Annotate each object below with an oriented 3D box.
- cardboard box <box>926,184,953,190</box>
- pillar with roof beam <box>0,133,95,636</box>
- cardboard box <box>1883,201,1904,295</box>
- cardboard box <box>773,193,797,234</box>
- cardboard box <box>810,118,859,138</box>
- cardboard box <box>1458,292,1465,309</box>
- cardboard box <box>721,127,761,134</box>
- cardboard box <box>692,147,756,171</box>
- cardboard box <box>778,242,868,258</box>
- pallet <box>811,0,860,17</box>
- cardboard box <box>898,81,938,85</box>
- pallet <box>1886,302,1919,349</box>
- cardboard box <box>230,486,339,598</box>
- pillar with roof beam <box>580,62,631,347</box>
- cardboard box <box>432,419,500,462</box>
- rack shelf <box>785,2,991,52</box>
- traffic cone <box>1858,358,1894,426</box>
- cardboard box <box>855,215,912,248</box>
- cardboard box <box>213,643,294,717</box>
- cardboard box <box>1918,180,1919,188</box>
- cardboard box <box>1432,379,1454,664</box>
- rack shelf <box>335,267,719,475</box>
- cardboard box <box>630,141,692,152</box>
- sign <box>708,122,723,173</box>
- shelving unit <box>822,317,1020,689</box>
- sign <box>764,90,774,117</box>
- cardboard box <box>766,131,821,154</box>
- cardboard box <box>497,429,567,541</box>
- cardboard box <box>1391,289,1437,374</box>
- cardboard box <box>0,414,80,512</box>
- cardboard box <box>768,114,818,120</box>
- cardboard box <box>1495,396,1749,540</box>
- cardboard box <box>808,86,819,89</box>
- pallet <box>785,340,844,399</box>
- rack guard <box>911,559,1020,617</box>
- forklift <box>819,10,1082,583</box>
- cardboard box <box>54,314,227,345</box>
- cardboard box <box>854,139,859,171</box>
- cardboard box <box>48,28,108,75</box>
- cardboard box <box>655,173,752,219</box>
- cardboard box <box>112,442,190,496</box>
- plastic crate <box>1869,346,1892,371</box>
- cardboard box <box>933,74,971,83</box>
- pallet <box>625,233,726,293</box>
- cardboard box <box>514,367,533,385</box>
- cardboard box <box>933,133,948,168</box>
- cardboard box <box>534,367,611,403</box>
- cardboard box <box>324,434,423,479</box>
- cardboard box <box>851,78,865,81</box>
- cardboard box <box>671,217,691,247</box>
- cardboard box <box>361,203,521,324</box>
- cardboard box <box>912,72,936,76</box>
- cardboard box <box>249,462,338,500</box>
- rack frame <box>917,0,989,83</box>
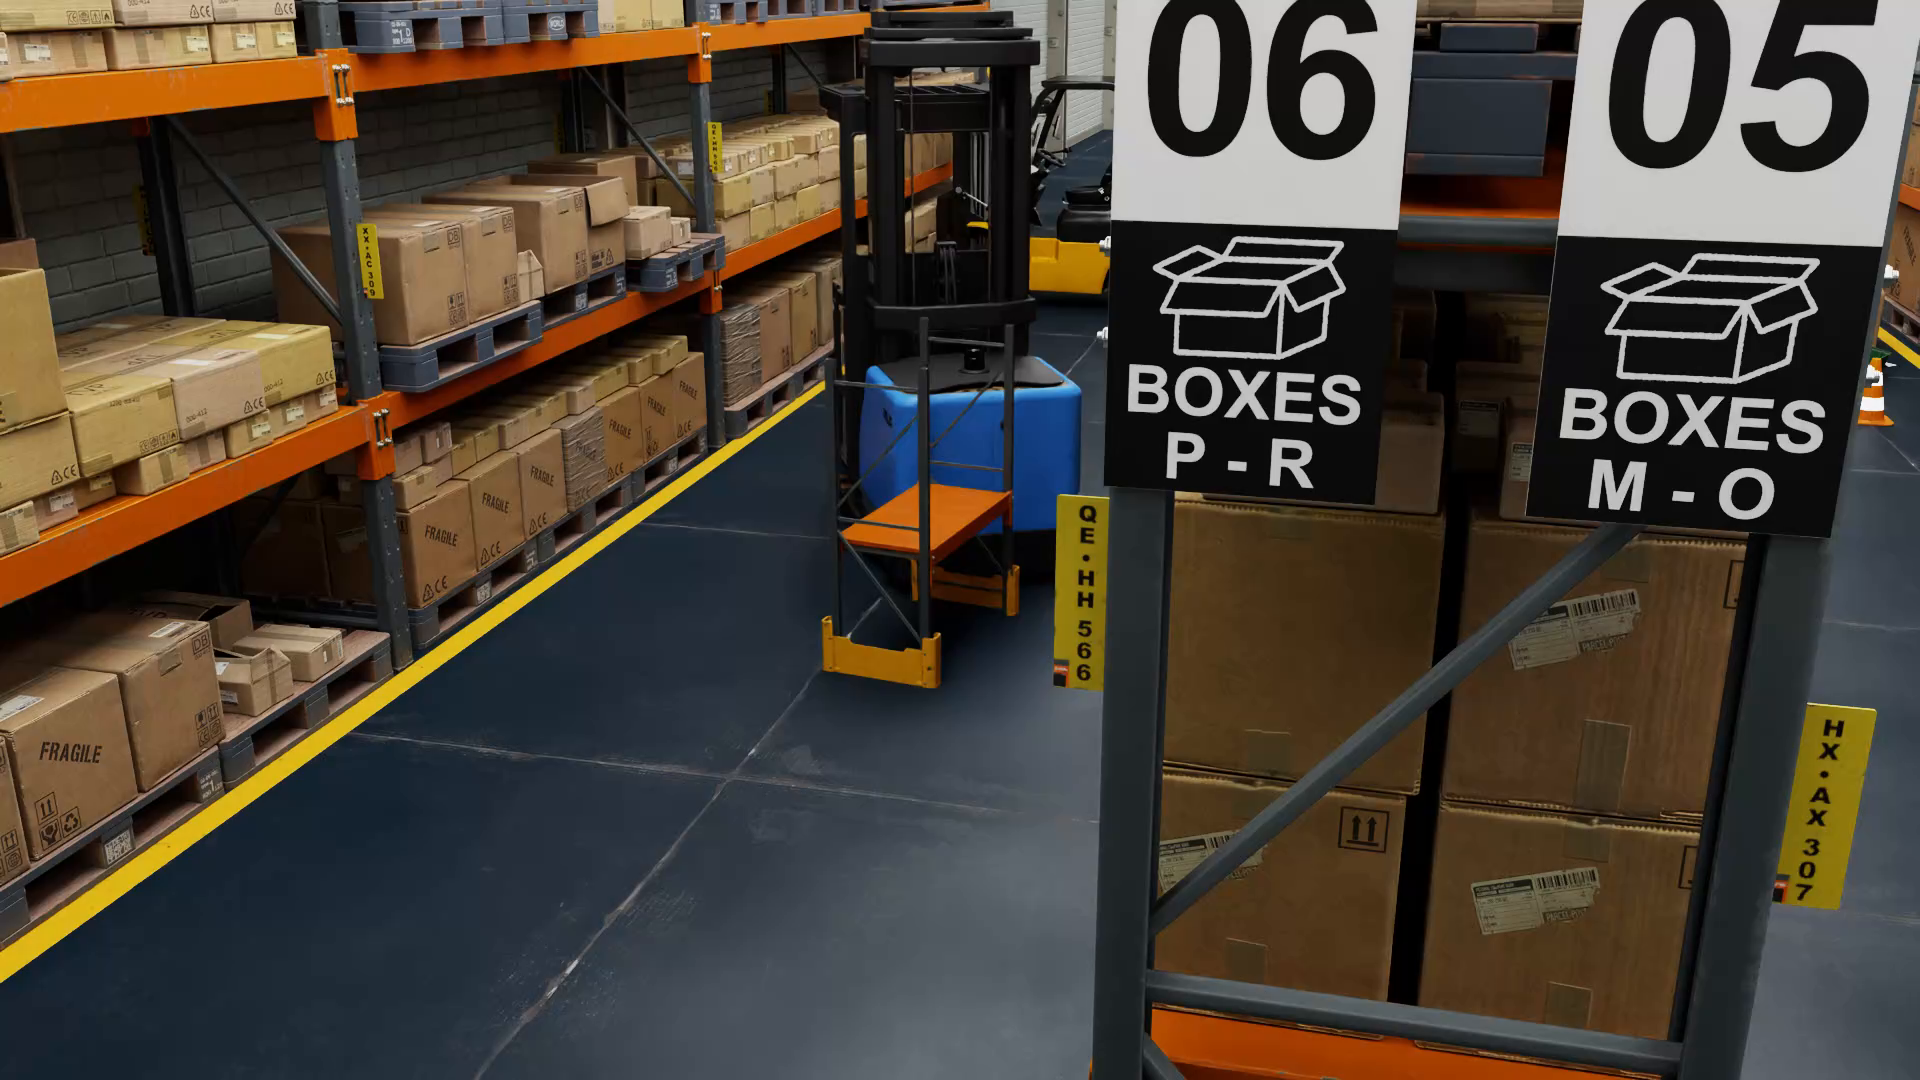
[{"bbox_3d":[-0.111,-3.653,17.799,0.500,0.250,0.500,5,19,14],"label":"cardboard box"},{"bbox_3d":[0.017,-3.202,5.142,9.100,9.000,0.400,5,19,13],"label":"pillar with roof beam"},{"bbox_3d":[9.355,-2.837,15.991,0.875,0.875,0.875,5,19,14],"label":"cardboard box"},{"bbox_3d":[-1.544,-2.472,12.517,0.500,0.250,0.500,4,19,12],"label":"cardboard box"},{"bbox_3d":[-1.073,-3.505,14.151,0.380,0.149,0.250,4,19,13],"label":"cardboard box"},{"bbox_3d":[1.515,-0.692,4.367,0.380,0.149,0.250,5,19,13],"label":"cardboard box"},{"bbox_3d":[-1.816,-3.224,13.327,0.380,0.149,0.250,5,19,13],"label":"cardboard box"},{"bbox_3d":[-1.671,-2.702,11.798,0.380,0.149,0.250,5,20,15],"label":"cardboard box"},{"bbox_3d":[-1.276,-2.269,14.713,0.875,0.625,0.625,6,20,16],"label":"cardboard box"},{"bbox_3d":[-1.362,-4.410,13.612,0.805,0.209,1.217,4,19,11],"label":"pallet"},{"bbox_3d":[-0.434,-4.497,16.593,0.380,0.149,0.250,5,19,14],"label":"cardboard box"},{"bbox_3d":[9.037,-1.904,14.936,1.003,0.211,1.213,5,19,13],"label":"pallet"},{"bbox_3d":[-3.281,-0.044,8.392,0.500,0.500,0.500,5,19,13],"label":"cardboard box"},{"bbox_3d":[1.482,-5.083,10.647,9.100,9.000,0.400,5,19,13],"label":"pillar with roof beam"},{"bbox_3d":[-2.670,-0.526,8.801,0.380,0.149,0.250,4,19,12],"label":"cardboard box"},{"bbox_3d":[-0.671,-5.064,16.345,1.077,0.370,4.000,5,19,13],"label":"rack shelf"},{"bbox_3d":[6.688,-1.106,12.211,0.336,0.463,0.334,5,19,13],"label":"traffic cone"},{"bbox_3d":[-0.737,-2.856,15.465,0.500,0.250,0.500,4,19,13],"label":"cardboard box"},{"bbox_3d":[-3.052,0.554,7.004,0.396,0.266,0.258,5,20,15],"label":"cardboard box"},{"bbox_3d":[8.949,-3.304,14.487,0.875,0.550,0.500,5,19,13],"label":"cardboard box"},{"bbox_3d":[1.236,-0.017,3.395,0.500,0.500,0.500,4,19,12],"label":"cardboard box"},{"bbox_3d":[-2.625,-1.137,9.489,1.077,0.370,4.000,5,19,13],"label":"rack shelf"},{"bbox_3d":[-2.183,-2.826,12.163,0.380,0.149,0.250,4,19,12],"label":"cardboard box"},{"bbox_3d":[-1.608,-2.575,10.917,0.100,0.325,0.005,5,19,13],"label":"sign"},{"bbox_3d":[-0.171,-0.216,8.000,0.587,1.500,1.083,8,20,22],"label":"shelving unit"},{"bbox_3d":[-1.698,-3.849,14.852,0.100,0.325,0.005,5,19,13],"label":"sign"},{"bbox_3d":[-1.301,-3.096,12.952,0.380,0.149,0.250,4,19,12],"label":"cardboard box"},{"bbox_3d":[-2.531,-0.324,9.213,0.500,0.500,0.500,4,19,12],"label":"cardboard box"},{"bbox_3d":[0.871,-0.483,3.755,0.380,0.149,0.250,4,19,13],"label":"cardboard box"},{"bbox_3d":[-3.371,-0.267,5.600,0.500,0.250,0.500,4,19,12],"label":"cardboard box"},{"bbox_3d":[-1.453,-3.619,14.484,0.380,0.149,0.250,4,19,12],"label":"cardboard box"},{"bbox_3d":[1.078,-0.123,2.701,0.380,0.149,0.250,5,20,15],"label":"cardboard box"},{"bbox_3d":[-1.221,-4.220,15.783,0.380,0.149,0.250,4,19,12],"label":"cardboard box"},{"bbox_3d":[-1.597,-1.421,13.521,1.003,0.211,1.213,5,19,13],"label":"pallet"},{"bbox_3d":[0.026,0.227,8.635,0.587,0.250,0.087,8,20,22],"label":"rack guard"},{"bbox_3d":[-0.200,-1.598,9.831,1.130,2.935,3.031,-5,19,-14],"label":"forklift"},{"bbox_3d":[-3.497,-0.786,7.121,0.500,0.250,0.500,4,19,13],"label":"cardboard box"},{"bbox_3d":[-1.150,-3.188,13.838,0.500,0.250,0.500,4,19,12],"label":"cardboard box"},{"bbox_3d":[-3.210,-1.697,5.763,0.380,0.149,0.250,5,20,15],"label":"cardboard box"},{"bbox_3d":[-1.767,-2.388,11.496,0.500,0.250,0.500,5,19,13],"label":"cardboard box"},{"bbox_3d":[-3.155,-0.283,6.263,0.380,0.149,0.250,4,19,13],"label":"cardboard box"},{"bbox_3d":[7.252,-1.462,13.590,0.450,0.188,0.662,29,33,36],"label":"plastic crate"},{"bbox_3d":[-0.095,-4.898,17.769,0.380,0.149,0.250,5,19,13],"label":"cardboard box"},{"bbox_3d":[-2.234,-1.795,10.600,1.213,0.211,1.003,5,19,13],"label":"pallet"},{"bbox_3d":[-2.813,-0.959,10.069,0.380,0.149,0.250,4,19,12],"label":"cardboard box"},{"bbox_3d":[-0.420,-4.003,16.612,0.500,0.500,0.500,5,19,14],"label":"cardboard box"},{"bbox_3d":[-2.324,-0.928,9.977,0.380,0.149,0.250,4,19,13],"label":"cardboard box"},{"bbox_3d":[-2.827,-0.410,8.002,0.380,0.149,0.250,4,19,12],"label":"cardboard box"},{"bbox_3d":[-0.893,-4.620,16.954,0.380,0.149,0.250,4,19,12],"label":"cardboard box"},{"bbox_3d":[-1.925,-1.948,10.489,0.380,0.149,0.250,5,19,14],"label":"cardboard box"},{"bbox_3d":[-2.652,-1.393,8.320,0.700,0.500,0.500,5,19,14],"label":"cardboard box"},{"bbox_3d":[-0.471,-5.018,18.121,0.380,0.149,0.250,4,19,12],"label":"cardboard box"},{"bbox_3d":[-3.304,-0.311,8.173,0.380,0.149,0.250,4,19,11],"label":"cardboard box"},{"bbox_3d":[-0.182,-4.612,18.549,1.000,3.000,0.127,5,19,13],"label":"rack frame"}]
